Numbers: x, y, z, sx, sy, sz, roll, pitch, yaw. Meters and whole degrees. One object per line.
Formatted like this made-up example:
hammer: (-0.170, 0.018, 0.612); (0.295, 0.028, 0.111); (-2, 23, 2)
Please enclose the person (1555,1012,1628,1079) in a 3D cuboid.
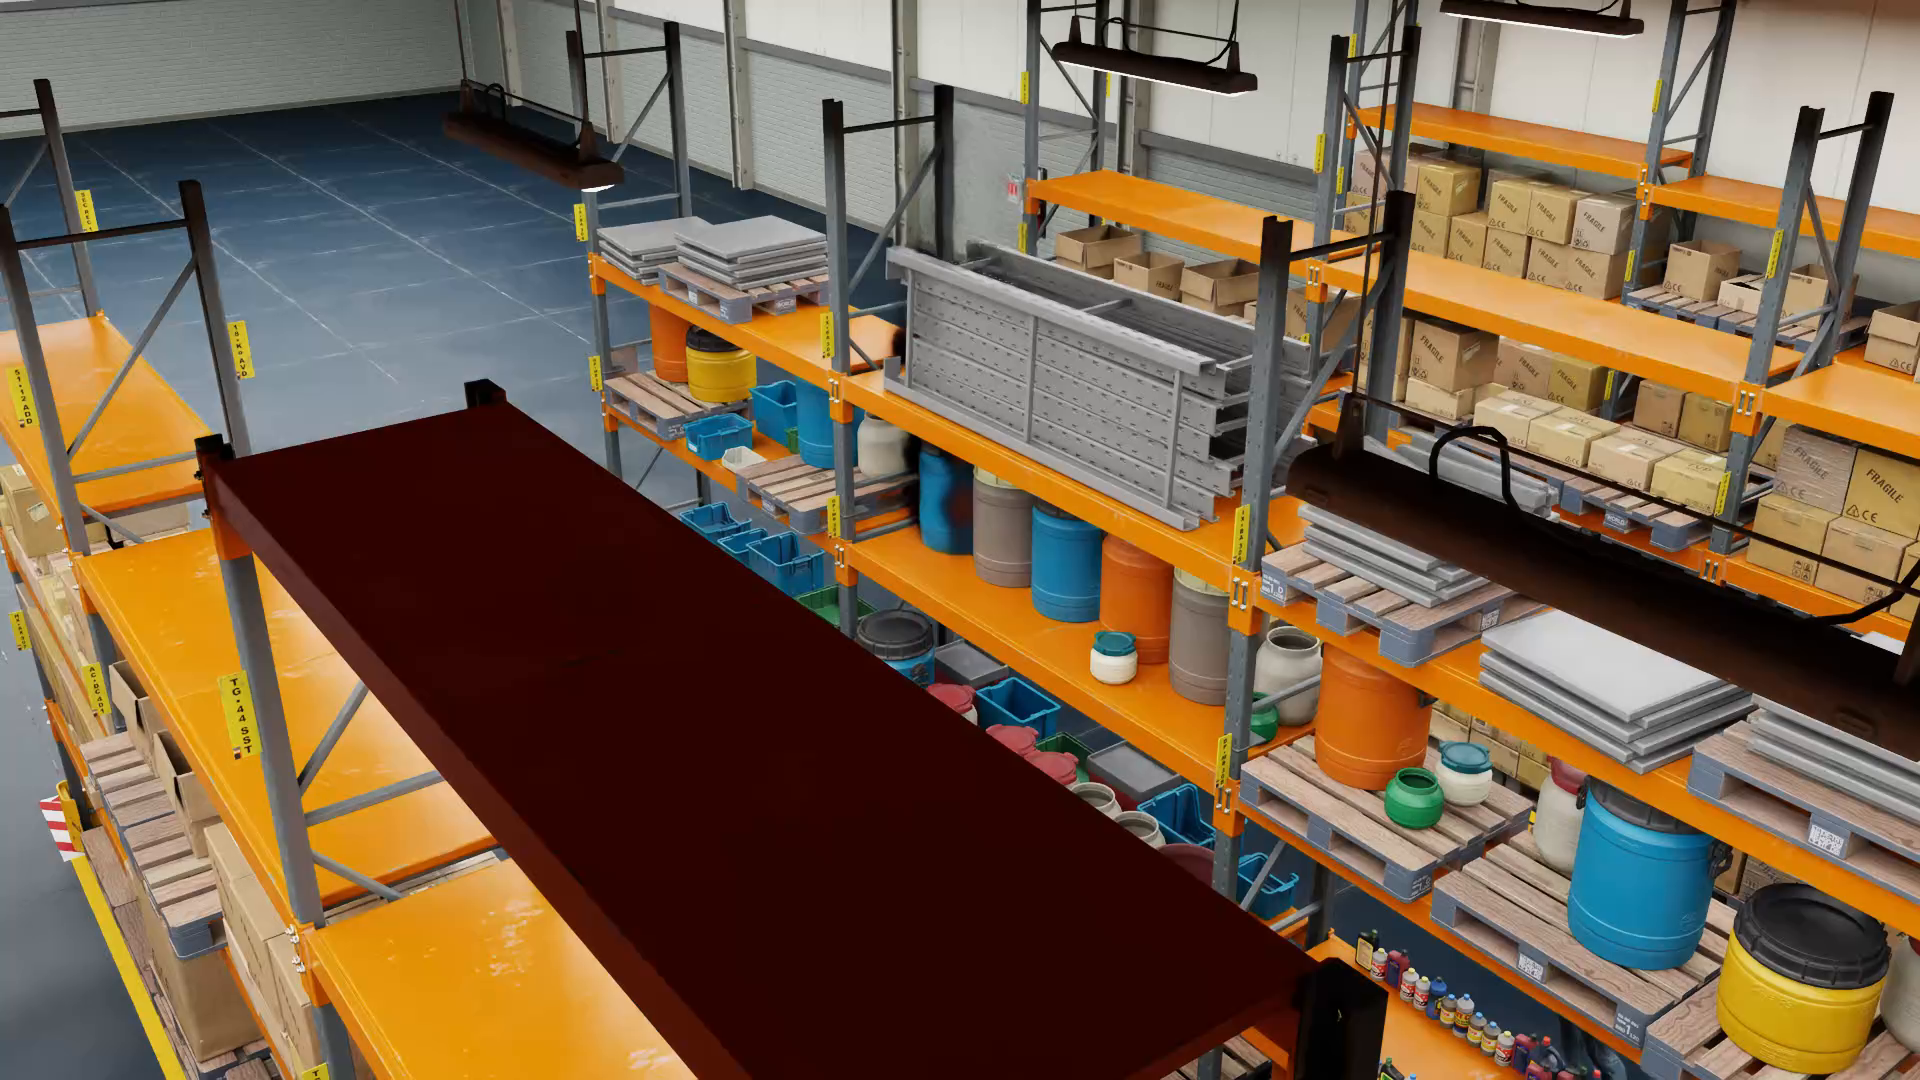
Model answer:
person: (4.087, 2.902, 10.607); (0.766, 1.828, 0.669); (20, 32, 37)
